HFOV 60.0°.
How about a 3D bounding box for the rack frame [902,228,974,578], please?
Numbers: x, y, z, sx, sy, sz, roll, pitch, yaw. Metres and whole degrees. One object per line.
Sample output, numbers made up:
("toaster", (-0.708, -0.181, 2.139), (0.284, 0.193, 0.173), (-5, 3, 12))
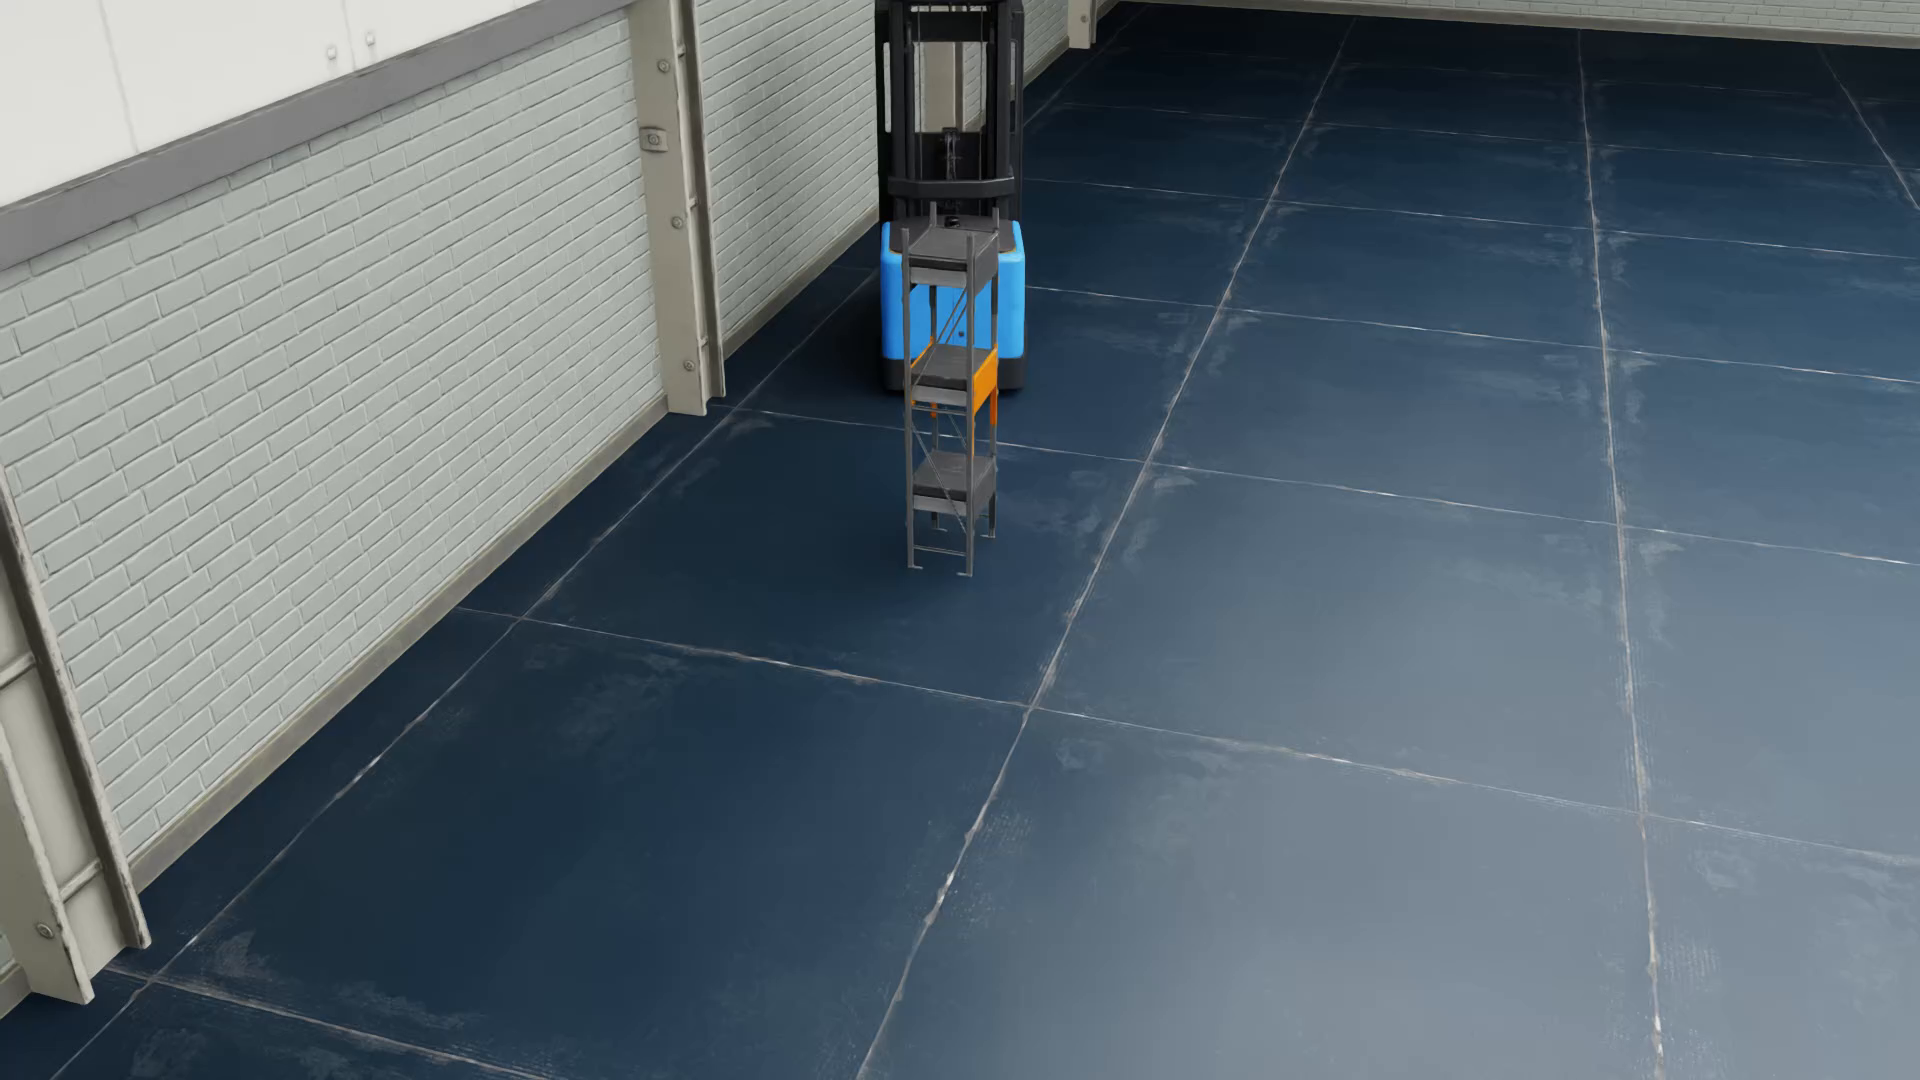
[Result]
("rack frame", (-0.120, -0.727, 9.397), (0.400, 2.100, 0.015), (8, 30, 15))

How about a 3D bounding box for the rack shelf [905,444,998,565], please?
("rack shelf", (-0.049, -0.217, 9.948), (0.431, 0.518, 0.480), (8, 30, 15))

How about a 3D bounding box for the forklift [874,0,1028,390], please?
("forklift", (-0.082, -3.045, 12.709), (1.130, 2.935, 3.031), (-1, 29, -1))

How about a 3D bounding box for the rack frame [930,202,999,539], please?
("rack frame", (0.023, -0.954, 9.805), (0.400, 2.100, 0.015), (8, 30, 15))

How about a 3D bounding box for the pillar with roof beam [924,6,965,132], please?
("pillar with roof beam", (3.963, -7.101, 13.758), (9.100, 9.000, 0.400), (8, 30, 15))

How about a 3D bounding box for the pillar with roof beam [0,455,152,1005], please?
("pillar with roof beam", (0.440, -1.524, 3.733), (9.100, 9.000, 0.400), (8, 30, 15))

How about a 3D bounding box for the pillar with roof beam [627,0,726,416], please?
("pillar with roof beam", (2.201, -4.313, 8.746), (9.100, 9.000, 0.400), (8, 30, 15))

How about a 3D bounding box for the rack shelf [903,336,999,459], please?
("rack shelf", (-0.049, -0.829, 9.608), (0.431, 0.518, 0.480), (8, 30, 15))

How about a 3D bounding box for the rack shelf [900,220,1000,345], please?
("rack shelf", (-0.049, -1.440, 9.268), (0.431, 0.518, 0.480), (8, 30, 15))

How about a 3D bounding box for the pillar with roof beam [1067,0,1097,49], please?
("pillar with roof beam", (5.724, -9.889, 18.770), (9.100, 9.000, 0.400), (8, 30, 15))

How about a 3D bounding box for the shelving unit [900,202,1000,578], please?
("shelving unit", (-0.049, -0.841, 9.601), (0.431, 2.100, 0.503), (8, 30, 15))
